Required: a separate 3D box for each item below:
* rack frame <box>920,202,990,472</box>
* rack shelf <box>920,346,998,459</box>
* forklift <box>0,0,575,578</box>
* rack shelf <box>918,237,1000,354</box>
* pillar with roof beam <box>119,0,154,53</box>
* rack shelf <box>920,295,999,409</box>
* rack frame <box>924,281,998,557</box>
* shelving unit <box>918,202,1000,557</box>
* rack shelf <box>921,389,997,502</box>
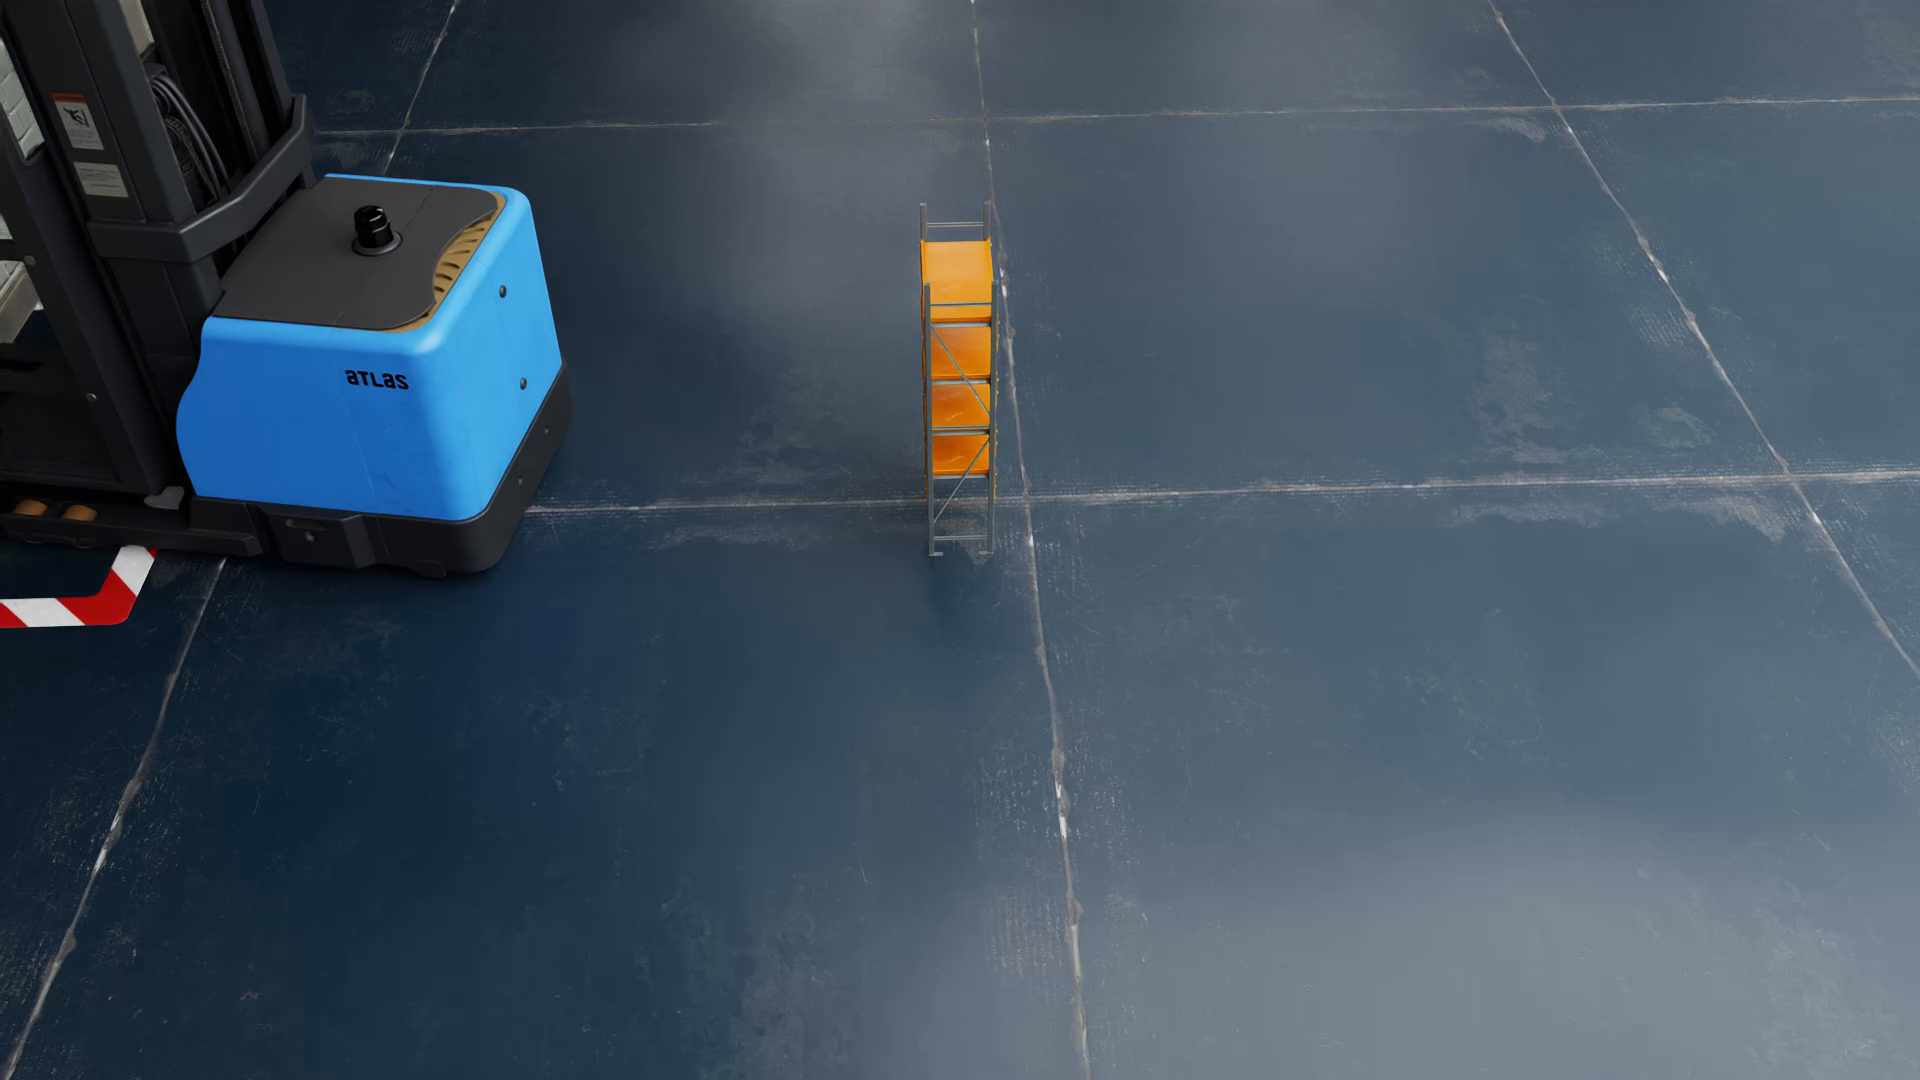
[{"bbox_3d":[-0.017,-0.719,6.146,0.240,1.200,0.015,-2,43,-2],"label":"rack frame"},{"bbox_3d":[-0.007,-0.504,6.012,0.258,0.148,0.480,-2,43,-2],"label":"rack shelf"},{"bbox_3d":[-3.113,-1.395,5.603,3.031,2.935,1.130,6,43,6],"label":"forklift"},{"bbox_3d":[-0.007,-0.844,5.701,0.258,0.148,0.480,-2,43,-2],"label":"rack shelf"},{"bbox_3d":[0.250,-5.512,5.603,9.100,9.000,0.400,-2,43,-2],"label":"pillar with roof beam"},{"bbox_3d":[-0.007,-0.669,5.861,0.258,0.148,0.480,-2,43,-2],"label":"rack shelf"},{"bbox_3d":[0.003,-0.389,5.787,0.240,1.200,0.015,-2,43,-2],"label":"rack frame"},{"bbox_3d":[-0.007,-0.554,5.966,0.258,1.200,0.503,-2,43,-2],"label":"shelving unit"},{"bbox_3d":[-0.007,-0.358,6.146,0.258,0.148,0.480,-2,43,-2],"label":"rack shelf"}]
